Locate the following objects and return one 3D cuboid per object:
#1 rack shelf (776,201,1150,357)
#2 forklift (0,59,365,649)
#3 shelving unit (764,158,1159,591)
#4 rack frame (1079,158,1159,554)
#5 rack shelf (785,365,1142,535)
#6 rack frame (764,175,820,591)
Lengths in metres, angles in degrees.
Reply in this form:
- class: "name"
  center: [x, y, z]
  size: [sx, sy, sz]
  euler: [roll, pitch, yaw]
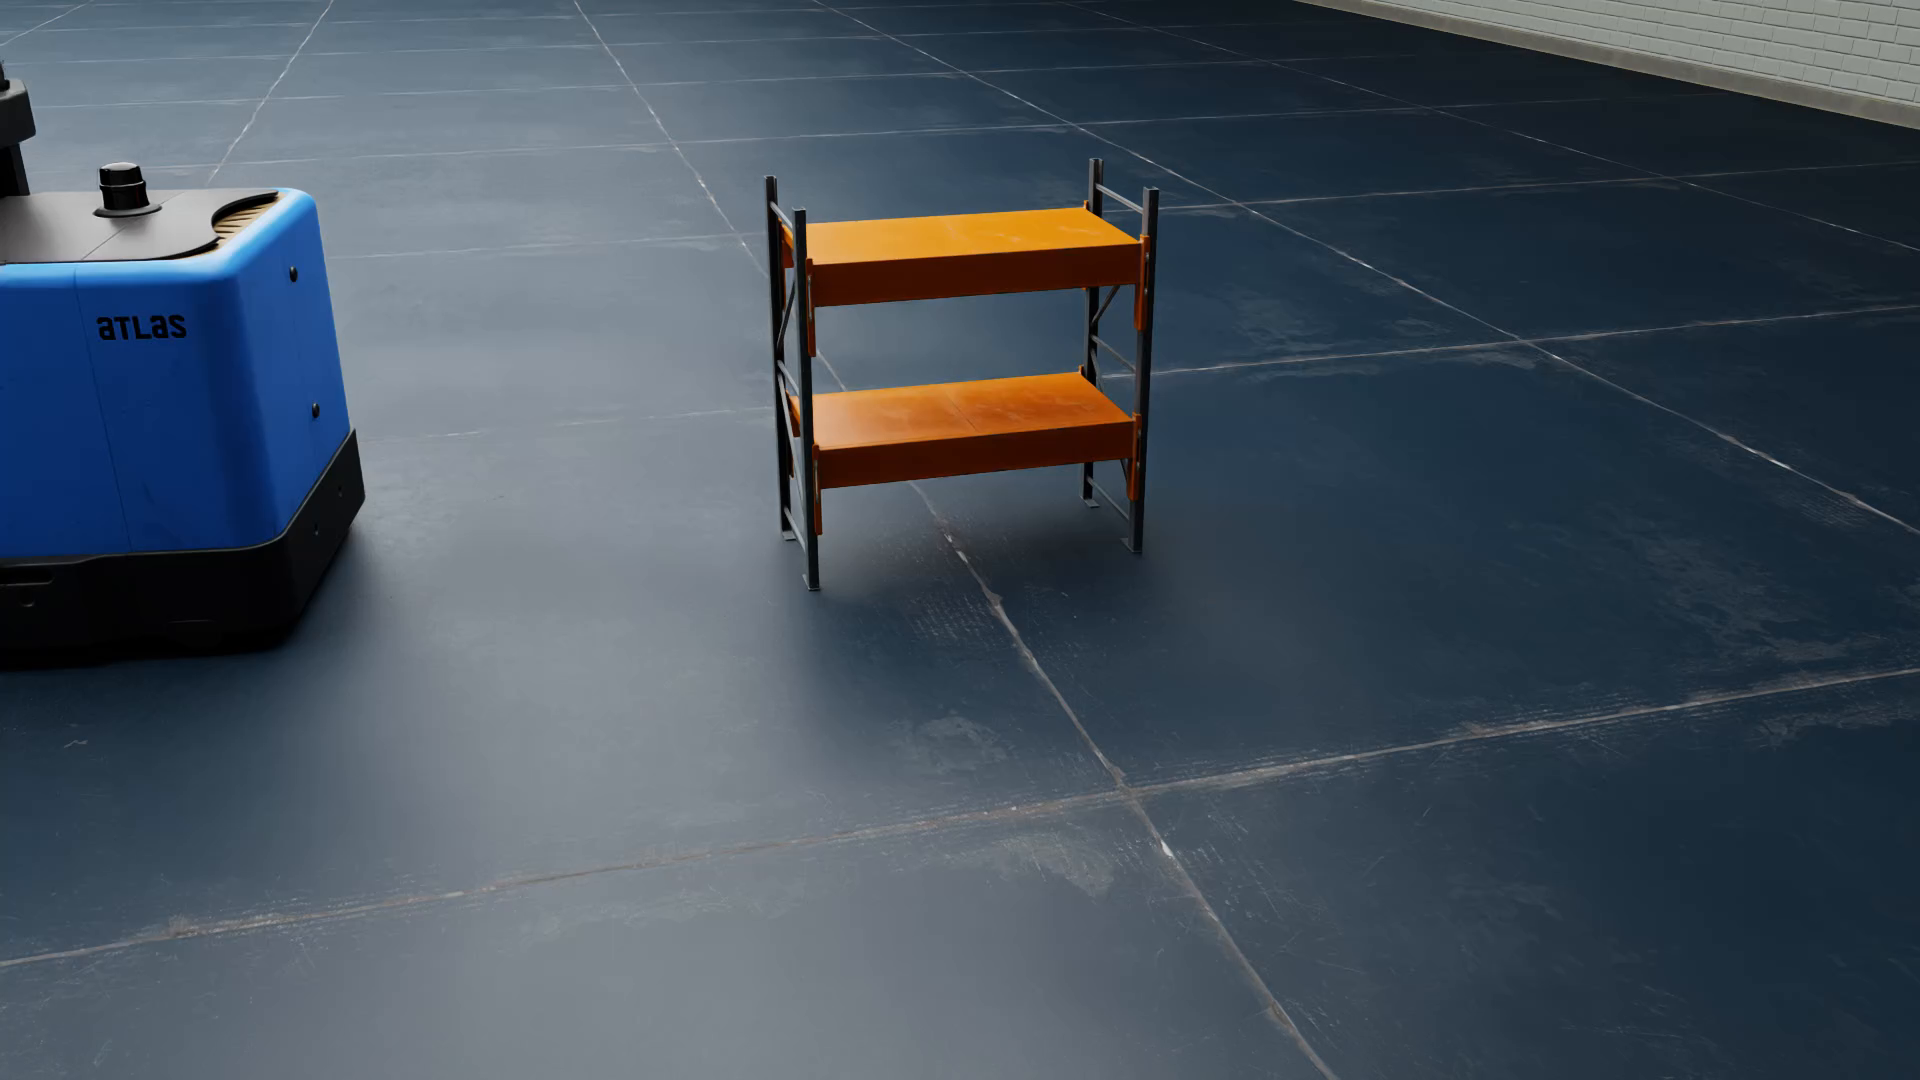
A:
- class: "rack shelf"
  center: [-0.007, -0.785, 4.911]
  size: [1.000, 0.278, 0.538]
  euler: [-6, 24, -14]
- class: "forklift"
  center: [-3.378, -1.177, 4.276]
  size: [3.031, 2.935, 1.130]
  euler: [-3, 23, -6]
- class: "shelving unit"
  center: [-0.007, -0.516, 5.027]
  size: [1.048, 1.125, 0.538]
  euler: [-6, 24, -14]
- class: "rack frame"
  center: [0.483, -0.570, 5.153]
  size: [0.032, 1.125, 0.500]
  euler: [-6, 24, -14]
- class: "rack shelf"
  center: [-0.007, -0.292, 5.123]
  size: [1.000, 0.278, 0.538]
  euler: [-6, 24, -14]
- class: "rack frame"
  center: [-0.496, -0.462, 4.900]
  size: [0.032, 1.125, 0.500]
  euler: [-6, 24, -14]
